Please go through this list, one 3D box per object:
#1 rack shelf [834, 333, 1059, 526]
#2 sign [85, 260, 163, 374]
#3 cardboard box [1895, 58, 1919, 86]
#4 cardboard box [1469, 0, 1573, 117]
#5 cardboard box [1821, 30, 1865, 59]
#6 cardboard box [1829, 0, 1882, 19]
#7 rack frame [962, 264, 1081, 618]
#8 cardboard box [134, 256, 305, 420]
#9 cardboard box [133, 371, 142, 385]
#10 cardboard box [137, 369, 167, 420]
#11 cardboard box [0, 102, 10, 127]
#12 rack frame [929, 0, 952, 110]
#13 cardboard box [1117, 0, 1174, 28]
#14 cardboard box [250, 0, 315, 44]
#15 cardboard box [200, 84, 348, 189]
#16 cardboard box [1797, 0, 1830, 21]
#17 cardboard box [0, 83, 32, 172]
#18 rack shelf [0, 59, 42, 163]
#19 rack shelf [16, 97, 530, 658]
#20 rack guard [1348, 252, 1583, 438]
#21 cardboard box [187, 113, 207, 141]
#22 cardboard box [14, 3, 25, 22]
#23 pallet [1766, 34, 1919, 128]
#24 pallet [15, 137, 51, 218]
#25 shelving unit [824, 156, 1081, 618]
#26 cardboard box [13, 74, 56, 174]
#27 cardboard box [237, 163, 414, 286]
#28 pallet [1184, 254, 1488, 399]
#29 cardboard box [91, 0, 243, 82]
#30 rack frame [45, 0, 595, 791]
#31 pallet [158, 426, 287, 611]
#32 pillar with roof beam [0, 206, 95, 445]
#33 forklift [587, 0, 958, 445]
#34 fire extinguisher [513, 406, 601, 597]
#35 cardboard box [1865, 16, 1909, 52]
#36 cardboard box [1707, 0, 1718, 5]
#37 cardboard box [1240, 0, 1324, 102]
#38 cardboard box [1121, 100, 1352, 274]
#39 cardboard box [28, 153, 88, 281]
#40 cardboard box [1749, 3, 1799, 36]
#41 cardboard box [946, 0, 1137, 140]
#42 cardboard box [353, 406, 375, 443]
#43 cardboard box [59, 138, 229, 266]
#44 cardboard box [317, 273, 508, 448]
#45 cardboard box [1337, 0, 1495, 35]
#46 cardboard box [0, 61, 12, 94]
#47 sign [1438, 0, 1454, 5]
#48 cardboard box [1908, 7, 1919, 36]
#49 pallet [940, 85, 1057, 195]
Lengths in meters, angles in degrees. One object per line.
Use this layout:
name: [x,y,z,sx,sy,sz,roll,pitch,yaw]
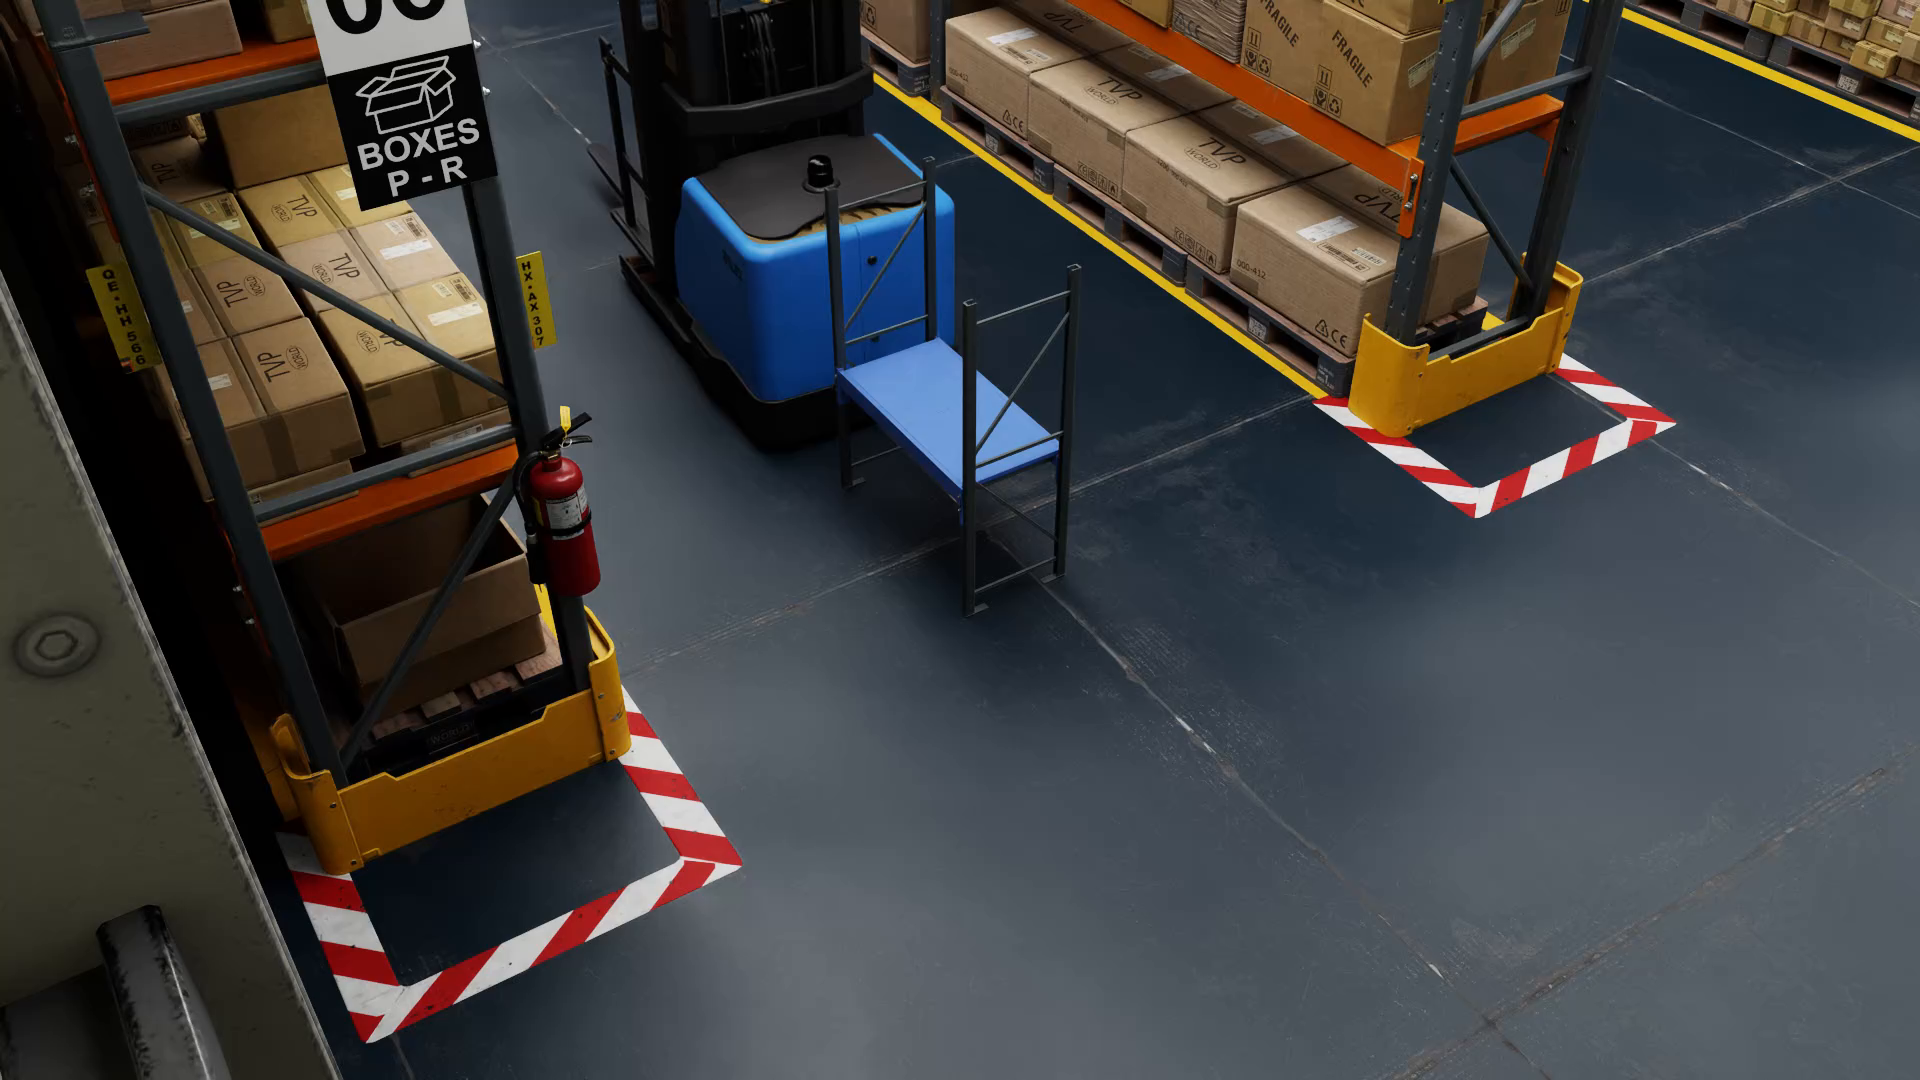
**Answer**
rack shelf: [-0.046,-0.484,6.940,0.538,0.185,1.000,-22,45,-24]
sign: [-2.246,-0.597,4.472,0.100,0.325,0.005,-22,45,-24]
cardboard box: [6.076,-2.958,10.356,0.380,0.149,0.250,-21,44,-24]
cardboard box: [2.400,-2.318,7.610,0.500,0.500,0.500,-23,45,-25]
cardboard box: [5.783,-3.235,10.688,0.380,0.149,0.250,-22,45,-25]
cardboard box: [5.704,-3.425,10.451,0.380,0.149,0.250,-23,45,-25]
rack frame: [0.227,-0.348,6.496,0.500,1.500,0.032,-22,45,-24]
cardboard box: [-2.514,-0.703,5.636,0.500,0.250,0.500,-22,45,-24]
cardboard box: [-3.762,-1.060,7.952,0.500,0.311,0.500,-21,44,-23]
cardboard box: [-2.656,-0.595,5.817,0.380,0.149,0.250,-22,45,-24]
cardboard box: [-5.547,-2.849,9.951,0.500,0.500,0.500,-20,44,-22]
rack frame: [0.265,-4.081,9.804,1.000,3.000,0.127,-22,45,-24]
cardboard box: [1.103,-2.954,8.373,0.500,0.500,0.500,-21,44,-23]
cardboard box: [-1.742,-1.519,4.583,0.380,0.149,0.250,-21,44,-24]
cardboard box: [-2.591,-1.703,6.249,0.500,0.500,0.500,-21,44,-23]
cardboard box: [5.672,-3.507,10.782,0.380,0.149,0.250,-23,45,-25]
cardboard box: [-4.974,-2.292,9.281,0.500,0.500,0.500,-24,46,-26]
rack shelf: [-4.993,-3.173,9.277,1.077,0.370,4.000,-22,45,-24]
rack shelf: [-2.842,-1.014,6.686,1.077,0.370,4.000,-22,45,-24]
rack guard: [2.429,-0.948,7.997,1.175,0.500,0.348,-22,45,-24]
cardboard box: [-2.899,-1.697,6.828,0.500,0.250,0.500,-23,45,-25]
cardboard box: [-2.485,-1.611,4.693,0.380,0.149,0.250,-21,44,-23]
pallet: [6.087,-3.100,10.806,1.003,0.211,1.213,-22,45,-24]
pallet: [-5.047,-2.384,9.946,1.003,0.211,1.213,-22,45,-24]
shelving unit: [-0.046,-0.622,6.825,0.538,1.500,1.048,-22,45,-24]
cardboard box: [-3.604,-1.798,6.949,0.500,0.250,0.500,-23,45,-25]
cardboard box: [-2.330,-1.150,6.171,0.500,0.250,0.500,-23,45,-25]
pallet: [1.920,-1.255,8.591,1.003,0.211,1.213,-22,45,-24]
cardboard box: [-2.134,-1.360,4.392,0.380,0.149,0.250,-21,44,-23]
rack frame: [-1.767,-0.211,5.160,1.000,3.000,0.127,-22,45,-24]
pallet: [-2.889,-0.268,7.407,1.003,0.211,1.213,-22,45,-24]
pillar with roof beam: [-0.674,-5.470,6.785,9.100,9.000,0.400,-22,45,-24]
forklift: [-1.150,-2.494,7.953,1.130,2.935,3.031,-19,43,-21]
fire extinguisher: [-1.298,-0.118,5.400,0.296,0.674,0.183,-22,45,-24]
cardboard box: [5.916,-3.207,10.422,0.380,0.149,0.250,-23,45,-25]
cardboard box: [5.247,-3.796,11.361,0.380,0.149,0.250,-21,44,-23]
cardboard box: [1.676,-2.405,7.715,0.500,0.500,0.500,-23,45,-25]
cardboard box: [1.478,-1.911,8.874,0.875,0.438,0.875,-21,44,-23]
cardboard box: [-4.431,-1.734,8.613,0.500,0.500,0.500,-22,45,-25]
cardboard box: [5.450,-3.479,10.981,0.380,0.149,0.250,-24,46,-26]
cardboard box: [0.512,-2.882,10.039,0.875,0.438,0.875,-23,45,-25]
cardboard box: [-1.888,-0.508,5.712,0.380,0.149,0.250,-21,44,-23]
cardboard box: [-3.058,-1.254,6.297,0.500,0.250,0.500,-22,45,-24]
cardboard box: [-1.784,-0.605,5.518,0.500,0.250,0.500,-22,45,-24]
cardboard box: [1.956,-2.522,7.075,0.500,0.500,0.500,-21,44,-23]
cardboard box: [-5.091,-2.604,9.149,0.380,0.149,0.250,-22,44,-24]
sign: [1.951,-2.278,6.551,0.100,0.325,0.005,-22,45,-24]
cardboard box: [6.037,-3.173,10.149,0.380,0.149,0.250,-22,44,-24]
pallet: [0.608,-2.572,10.172,1.003,0.211,1.213,-22,45,-24]
